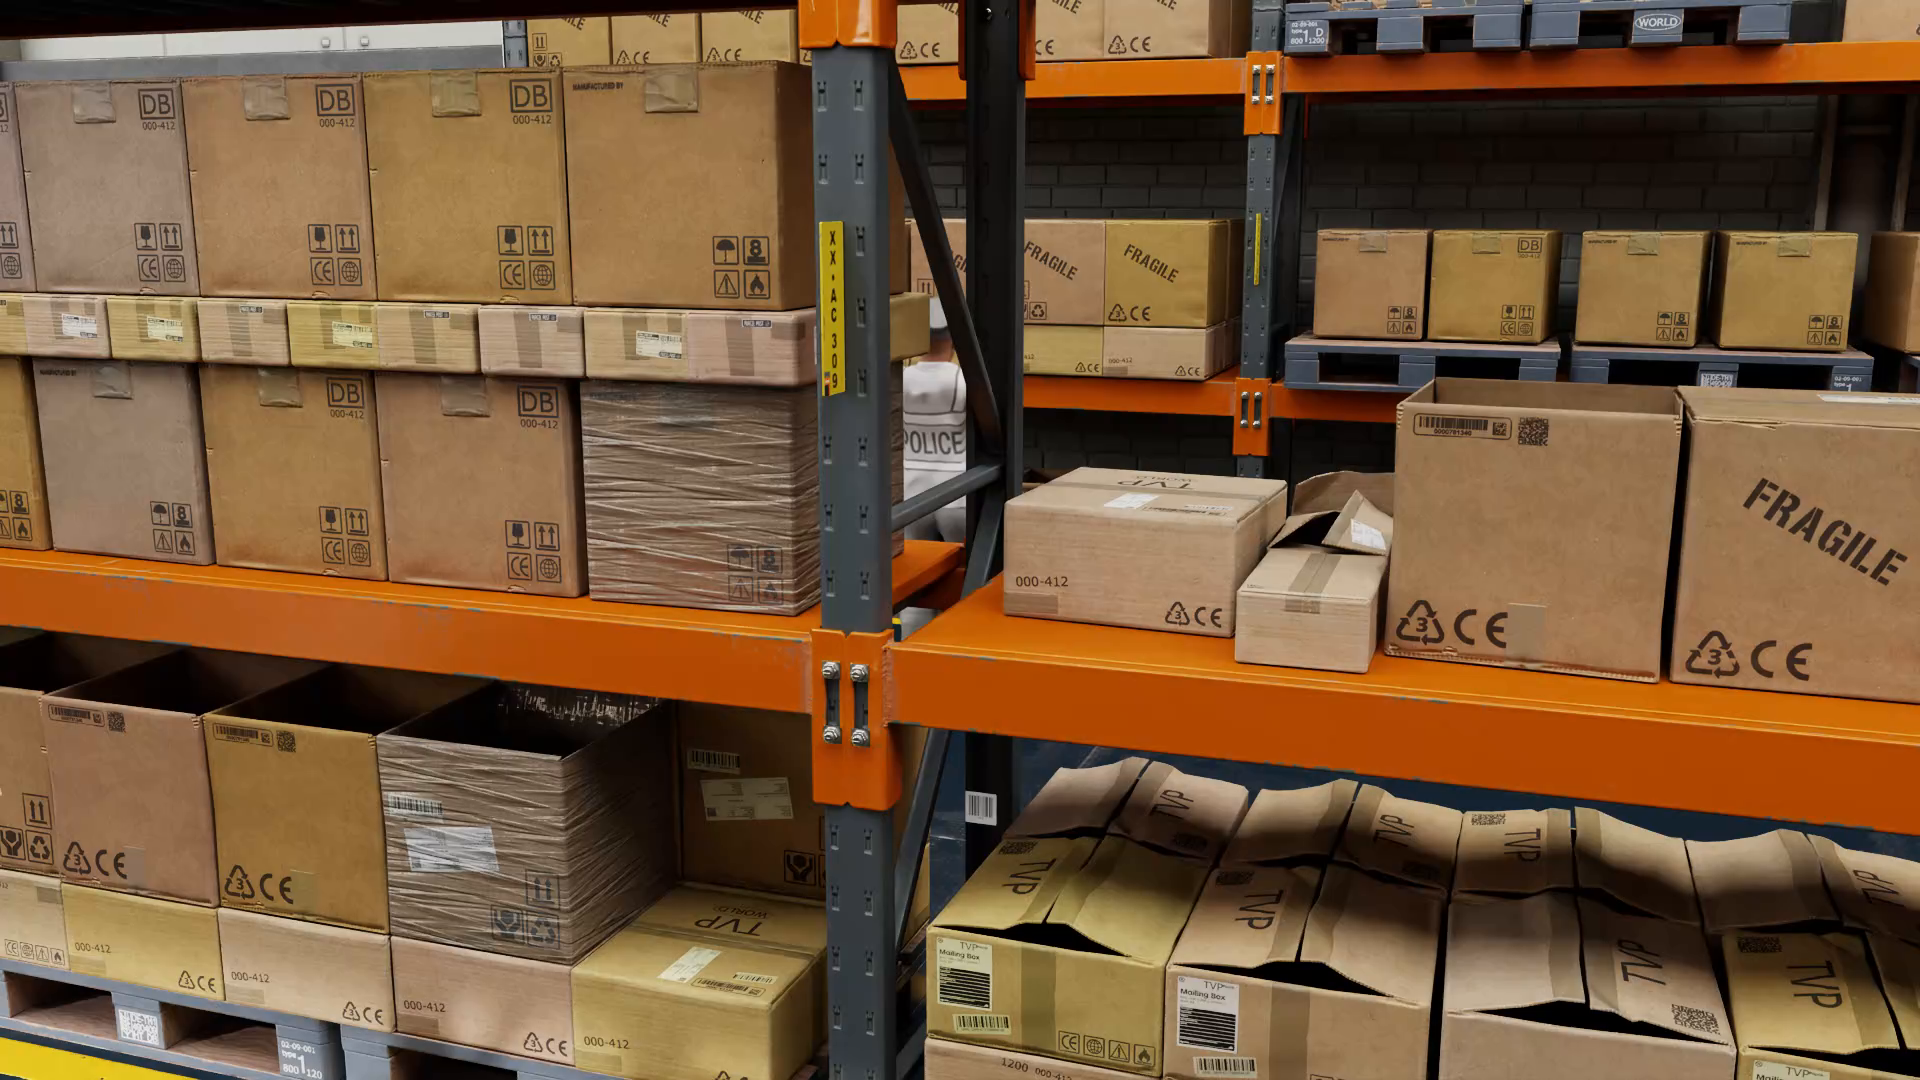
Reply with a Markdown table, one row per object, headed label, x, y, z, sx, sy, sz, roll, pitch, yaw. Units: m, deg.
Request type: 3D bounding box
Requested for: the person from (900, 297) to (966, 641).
| label | x | y | z | sx | sy | sz | roll | pitch | yaw |
| --- | --- | --- | --- | --- | --- | --- | --- | --- | --- |
| person | -0.043 | -0.166 | 7.203 | 0.494 | 1.767 | 0.563 | 4 | 12 | 20 |
